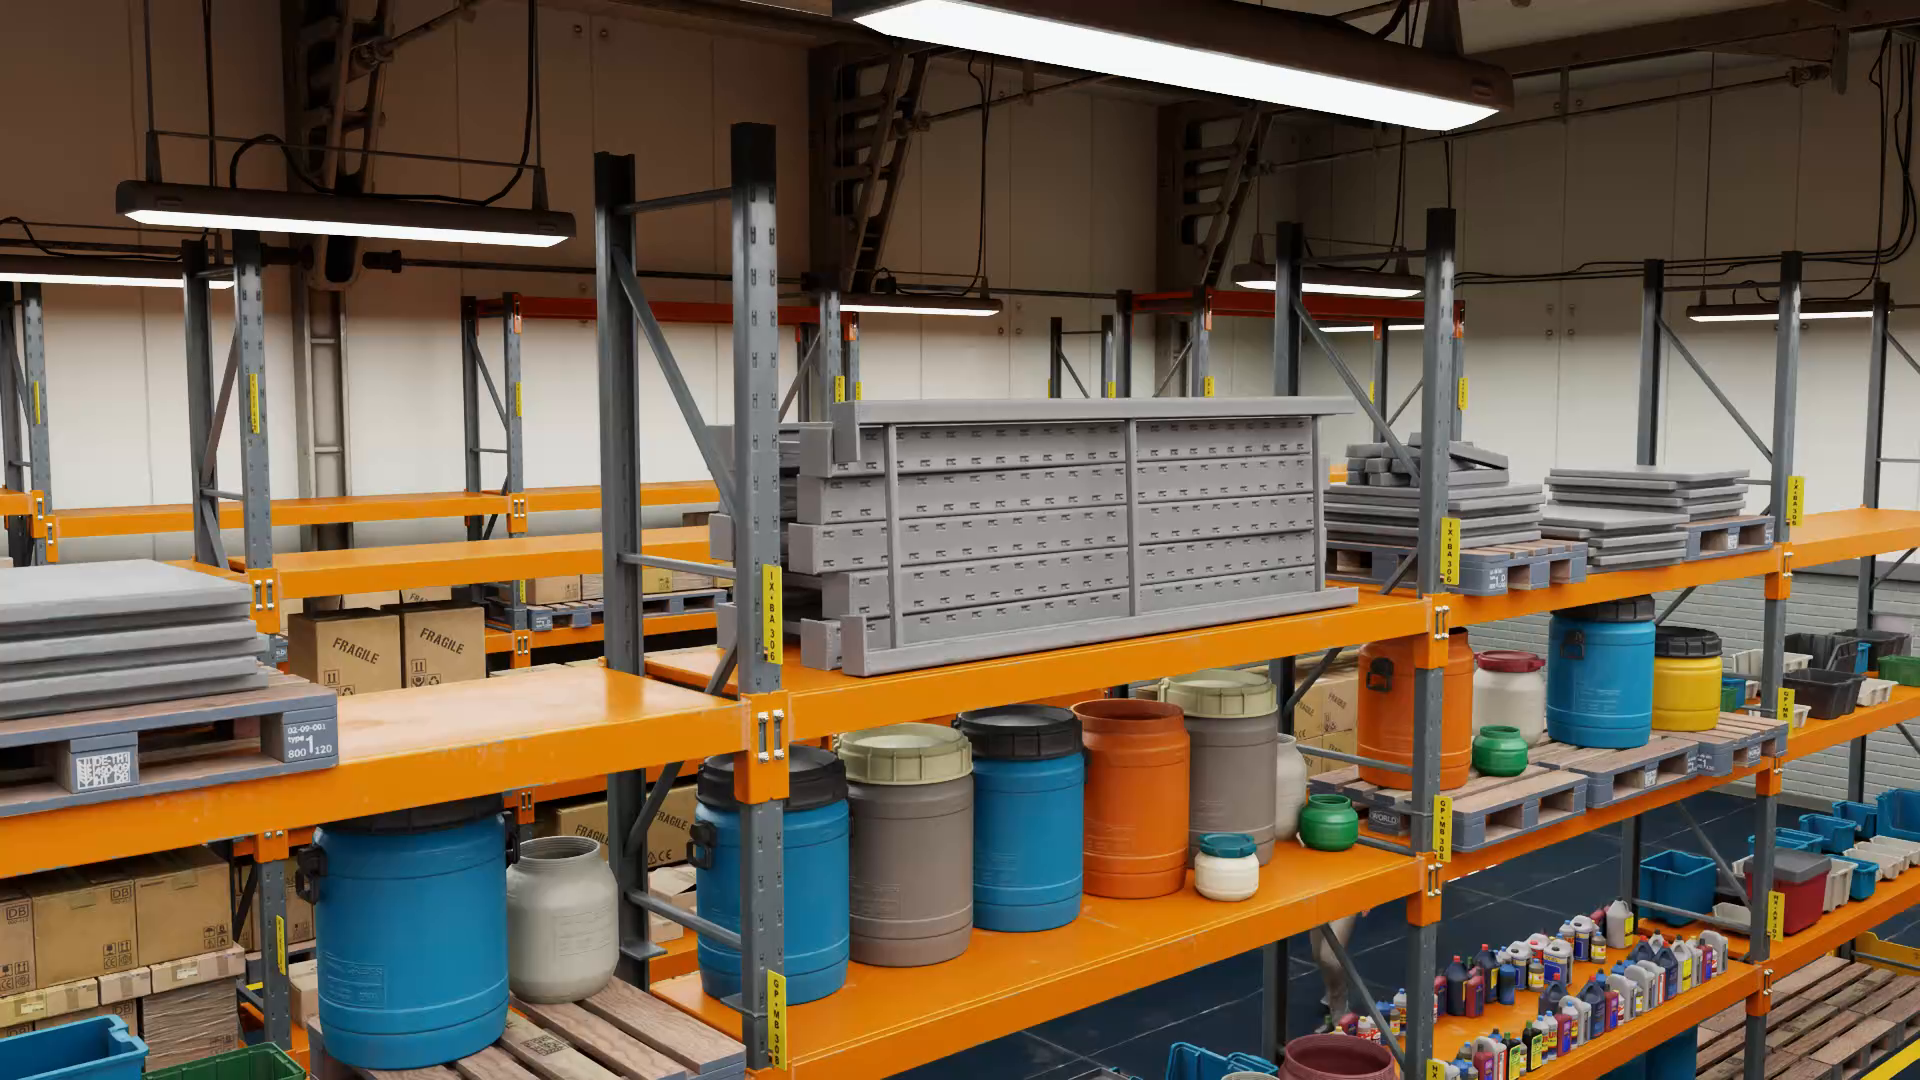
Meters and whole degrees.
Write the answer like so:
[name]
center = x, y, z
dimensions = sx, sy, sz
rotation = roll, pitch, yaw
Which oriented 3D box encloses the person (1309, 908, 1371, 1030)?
[person]
center = 3.000, 3.084, 13.469
dimensions = 0.647, 1.712, 0.780
rotation = 5, 7, 43
